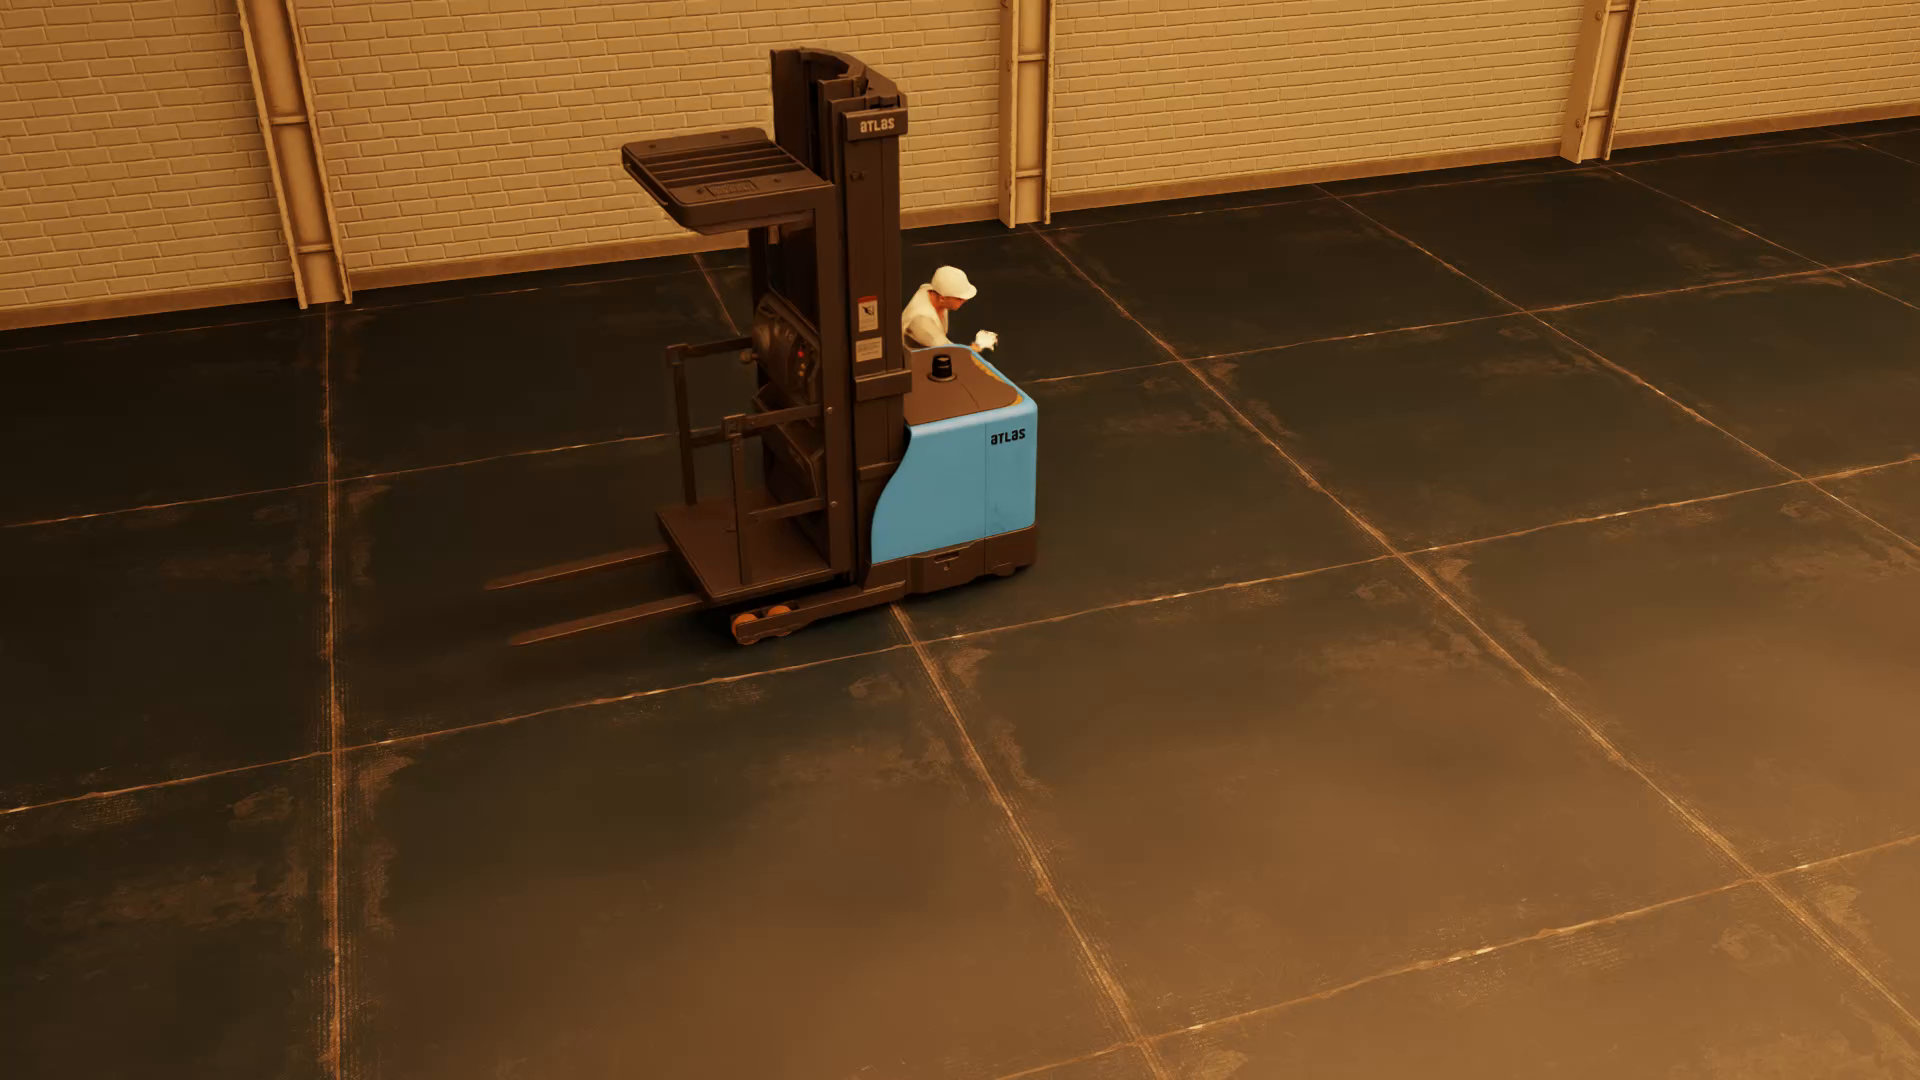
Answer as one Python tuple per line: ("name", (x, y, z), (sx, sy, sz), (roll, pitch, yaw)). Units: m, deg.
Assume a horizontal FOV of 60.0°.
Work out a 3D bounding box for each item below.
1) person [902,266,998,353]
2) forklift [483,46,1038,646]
("person", (0.022, -1.069, 10.472), (0.964, 1.497, 1.084), (8, 31, 14))
("forklift", (-1.112, -1.002, 8.828), (3.031, 2.935, 1.130), (-13, 32, -22))
